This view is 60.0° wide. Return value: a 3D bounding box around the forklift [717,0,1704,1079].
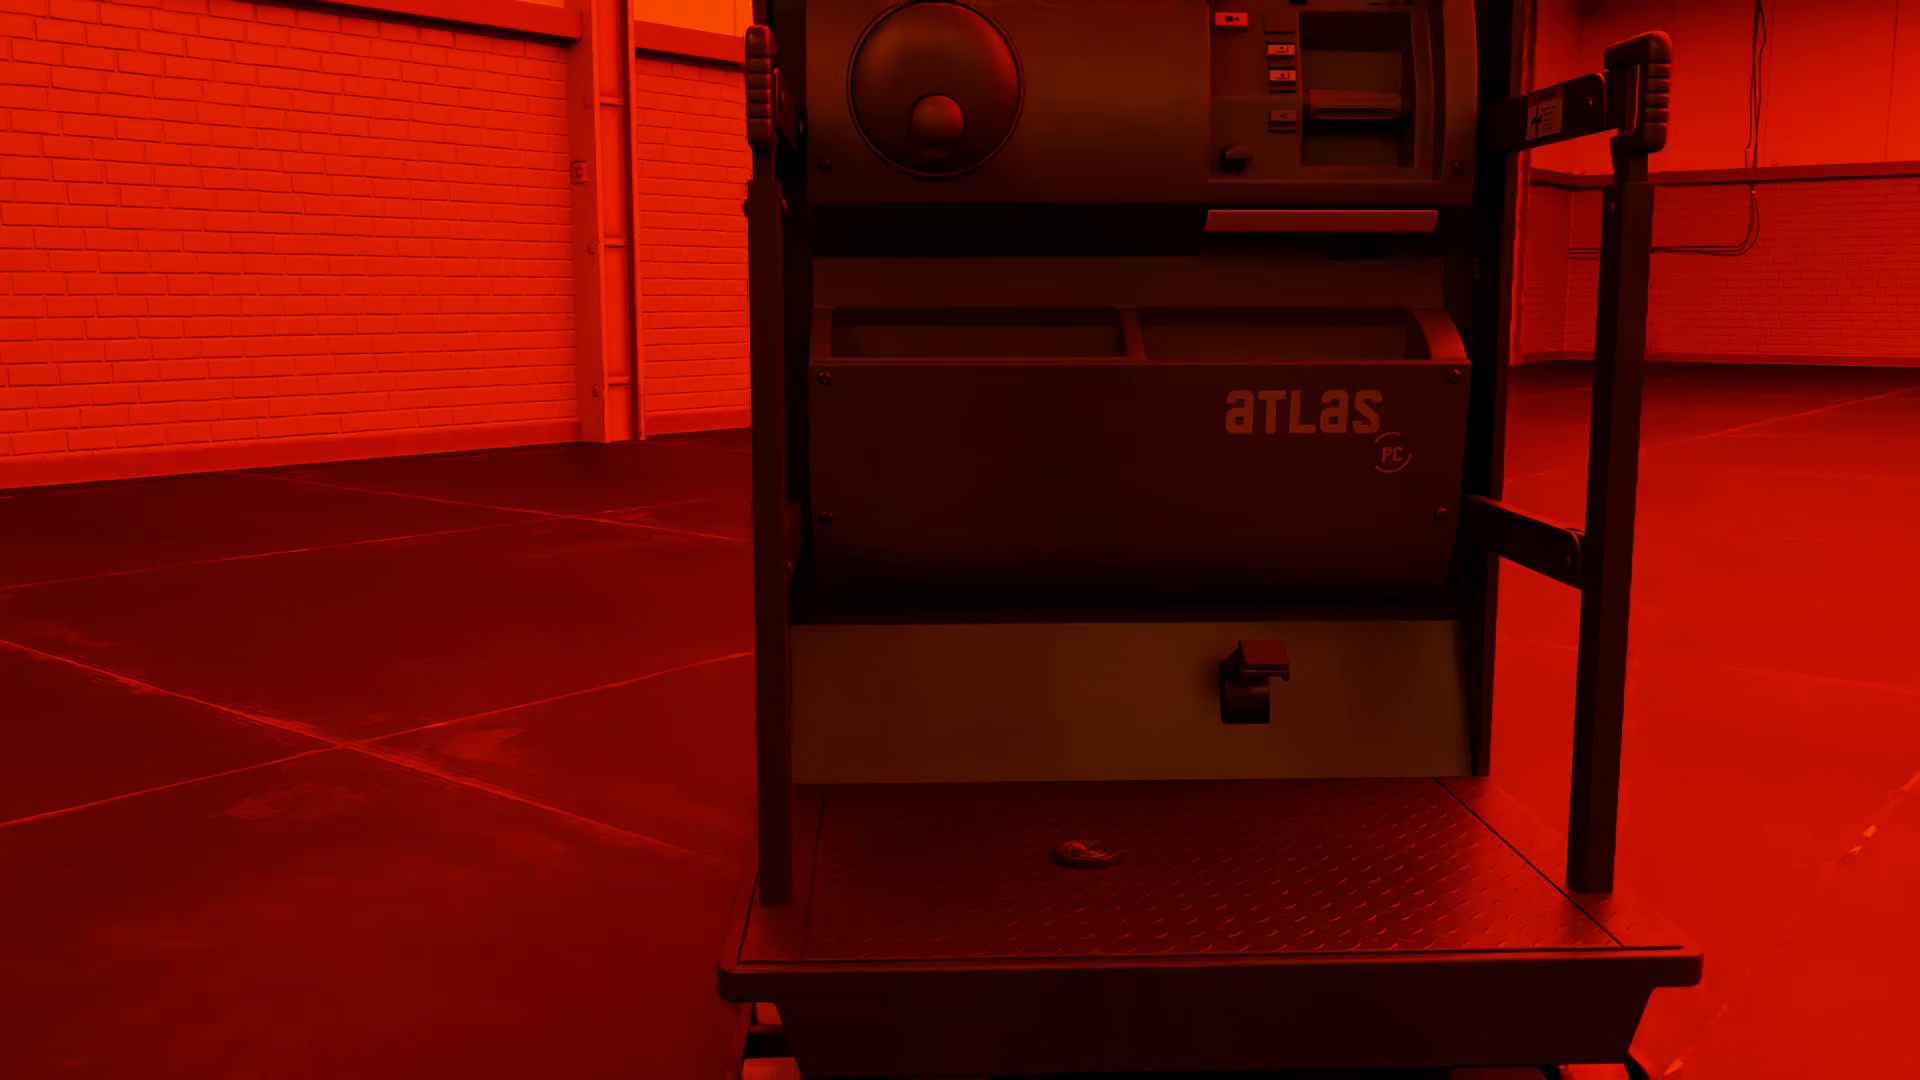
[{"bbox_3d":[0.262,-0.707,2.112,1.130,2.935,3.031,0,8,-2],"label":"forklift"}]
